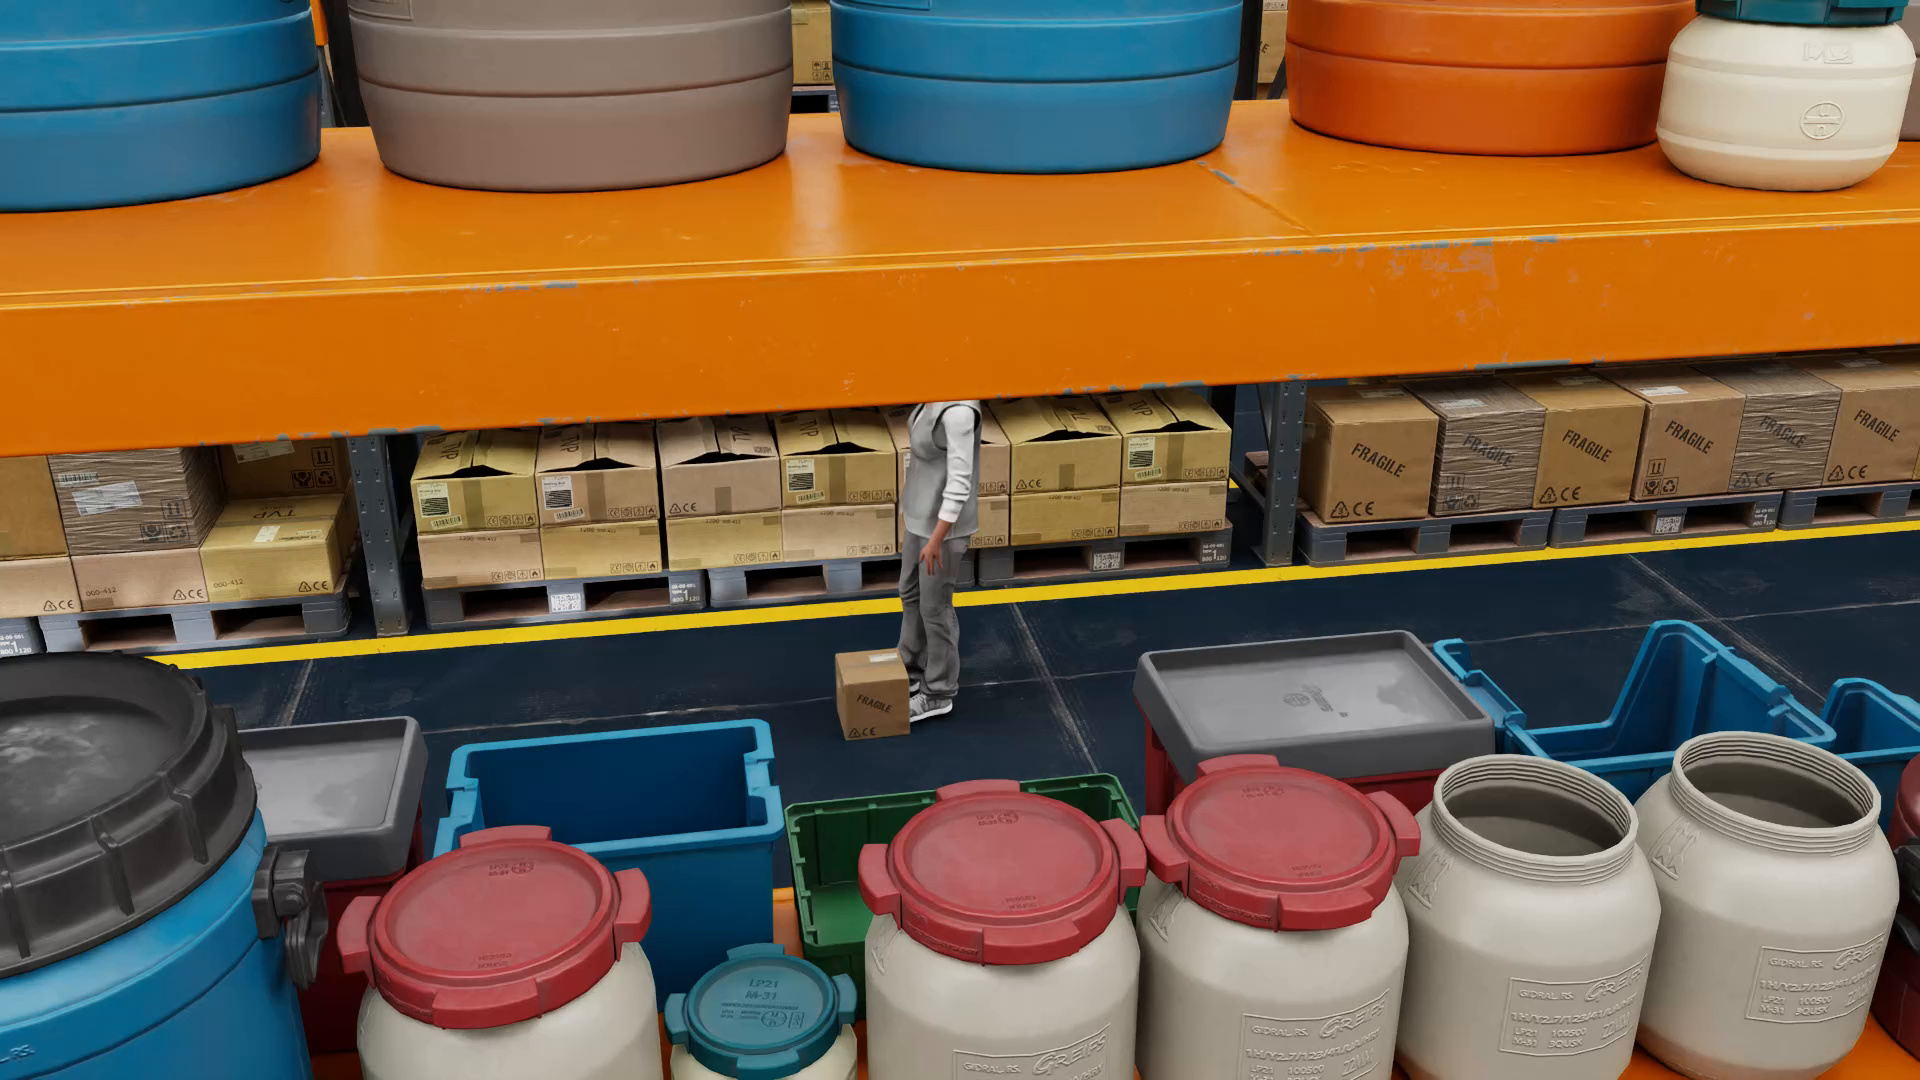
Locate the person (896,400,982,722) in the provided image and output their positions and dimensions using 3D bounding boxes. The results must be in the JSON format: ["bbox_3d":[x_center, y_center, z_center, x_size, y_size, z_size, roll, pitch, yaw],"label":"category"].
[{"bbox_3d":[-0.161,-0.055,6.216,0.475,1.596,0.520,-4,24,-9],"label":"person"}]
